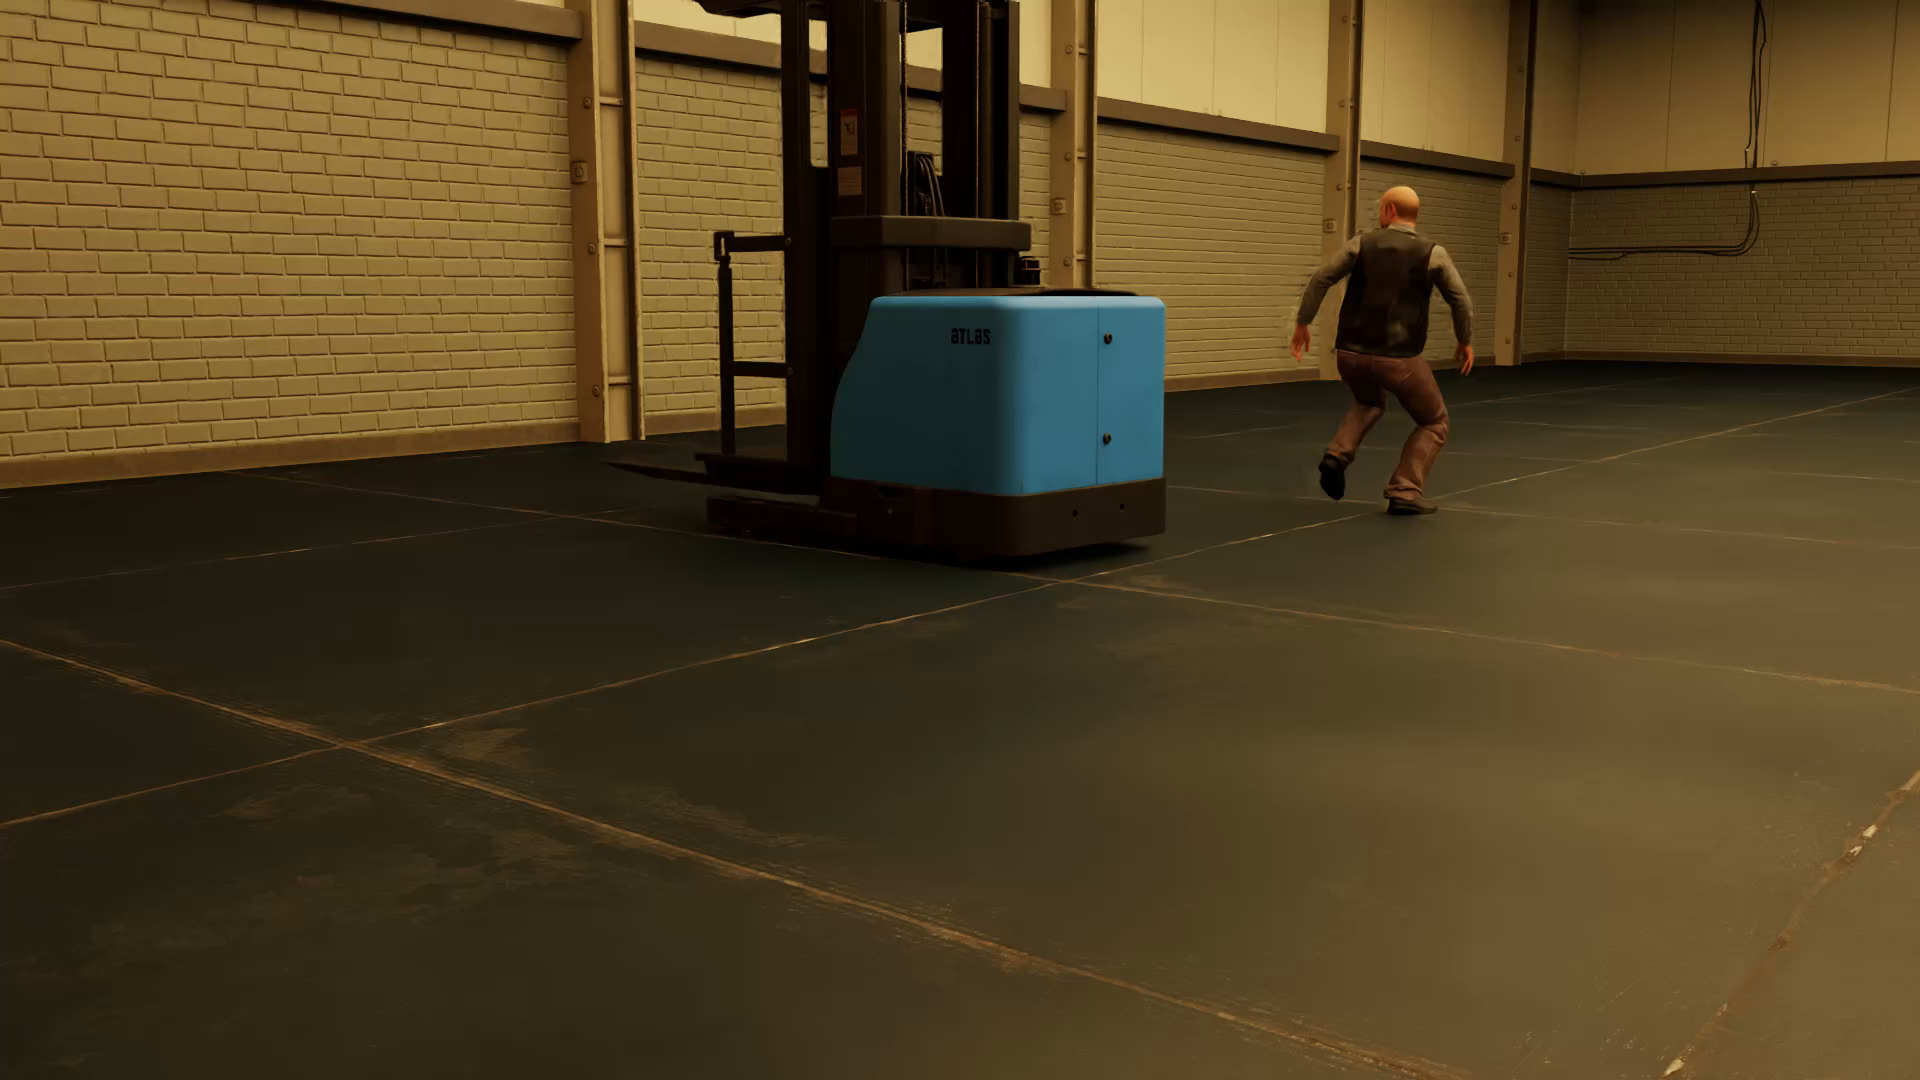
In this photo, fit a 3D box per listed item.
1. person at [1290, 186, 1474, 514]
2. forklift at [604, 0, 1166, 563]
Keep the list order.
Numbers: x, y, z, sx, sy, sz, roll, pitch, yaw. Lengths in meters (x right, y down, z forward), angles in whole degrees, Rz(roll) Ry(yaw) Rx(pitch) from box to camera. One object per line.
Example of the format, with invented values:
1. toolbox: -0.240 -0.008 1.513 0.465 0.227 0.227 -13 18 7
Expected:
1. person: 2.137 -0.893 8.340 0.798 1.523 0.596 7 11 41
2. forklift: -0.526 -1.514 7.631 3.031 2.935 1.130 8 12 43
